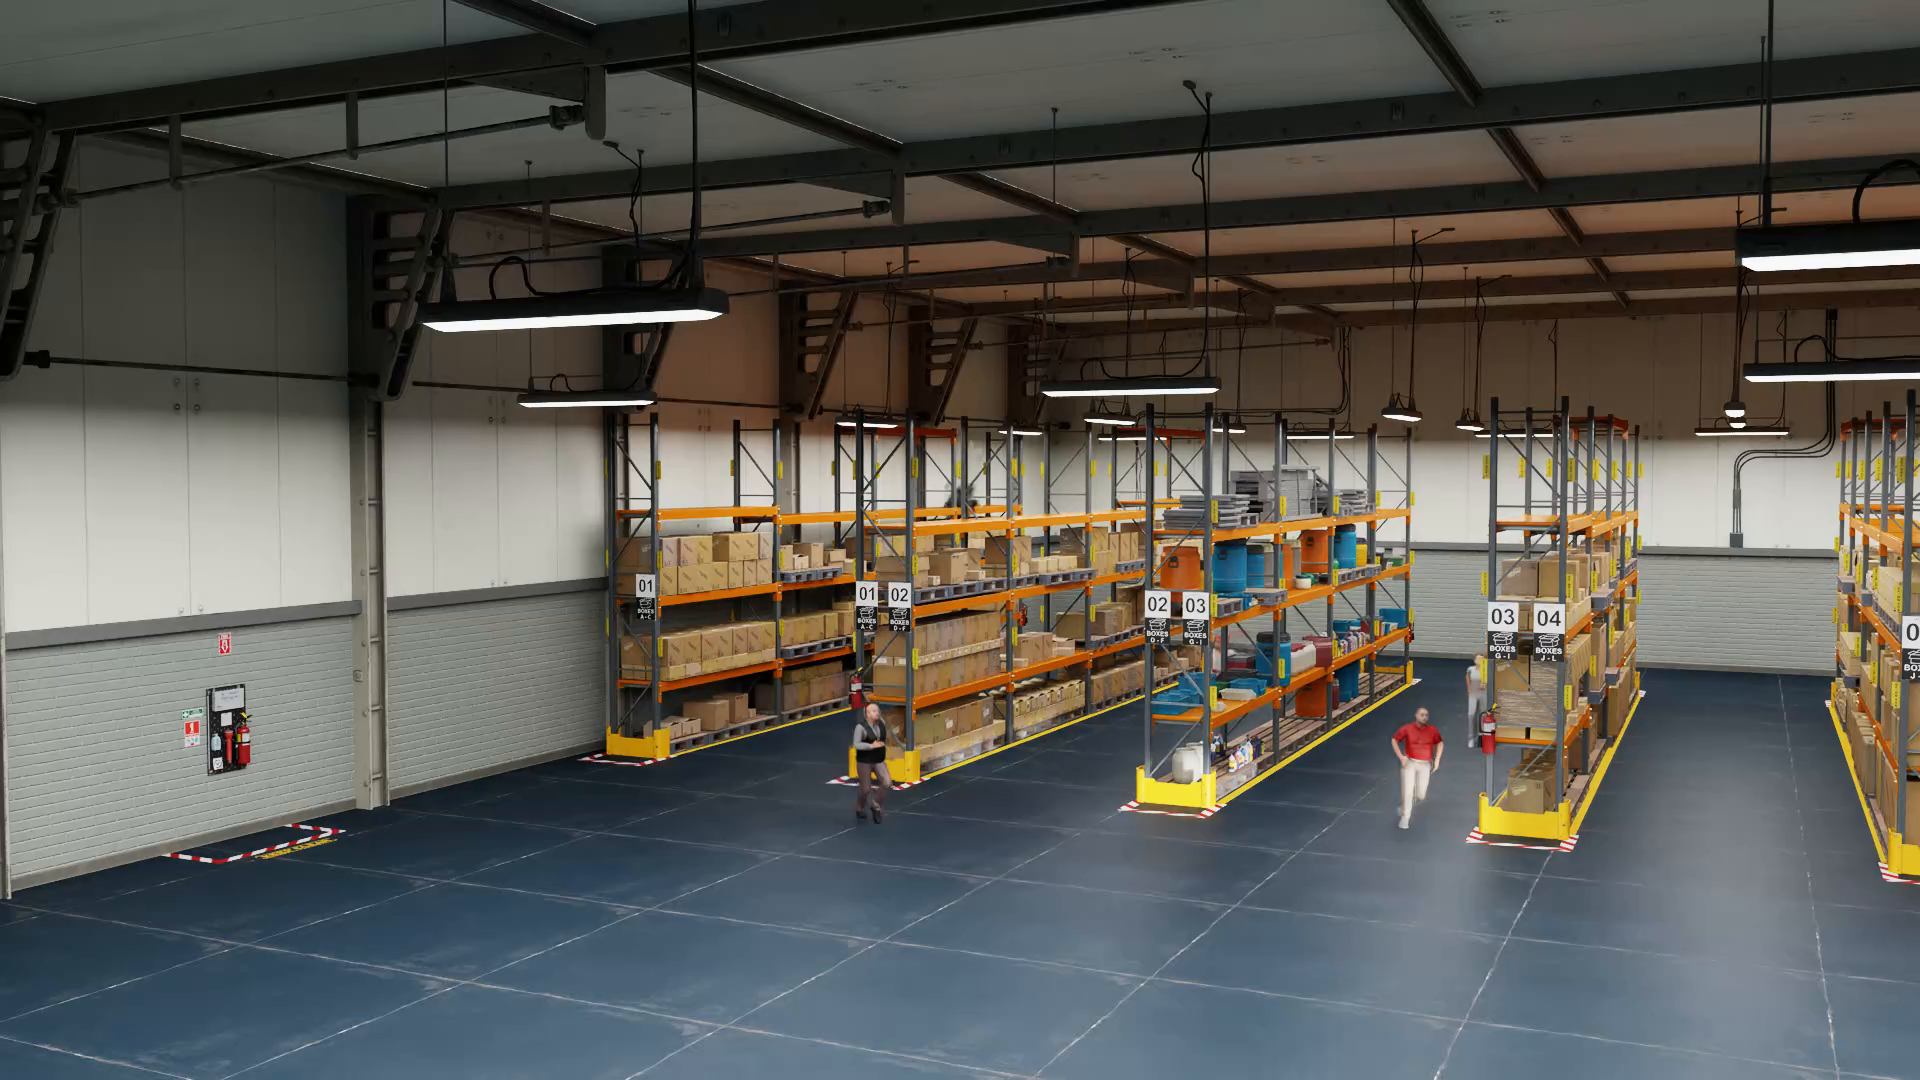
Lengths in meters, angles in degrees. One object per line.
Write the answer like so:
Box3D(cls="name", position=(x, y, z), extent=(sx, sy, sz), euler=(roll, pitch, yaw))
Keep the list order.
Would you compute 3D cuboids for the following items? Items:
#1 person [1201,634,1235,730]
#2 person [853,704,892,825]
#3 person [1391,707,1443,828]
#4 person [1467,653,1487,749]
Box3D(cls="person", position=(5.014, 2.751, 32.297), extent=(0.664, 1.852, 0.775), euler=(1, 3, 25))
Box3D(cls="person", position=(-1.241, 3.155, 23.461), extent=(0.682, 1.711, 0.807), euler=(-2, 3, -35))
Box3D(cls="person", position=(6.458, 3.192, 23.501), extent=(0.740, 1.678, 0.610), euler=(0, 2, 3))
Box3D(cls="person", position=(9.498, 2.897, 30.331), extent=(0.534, 1.685, 1.108), euler=(1, 3, 24))
